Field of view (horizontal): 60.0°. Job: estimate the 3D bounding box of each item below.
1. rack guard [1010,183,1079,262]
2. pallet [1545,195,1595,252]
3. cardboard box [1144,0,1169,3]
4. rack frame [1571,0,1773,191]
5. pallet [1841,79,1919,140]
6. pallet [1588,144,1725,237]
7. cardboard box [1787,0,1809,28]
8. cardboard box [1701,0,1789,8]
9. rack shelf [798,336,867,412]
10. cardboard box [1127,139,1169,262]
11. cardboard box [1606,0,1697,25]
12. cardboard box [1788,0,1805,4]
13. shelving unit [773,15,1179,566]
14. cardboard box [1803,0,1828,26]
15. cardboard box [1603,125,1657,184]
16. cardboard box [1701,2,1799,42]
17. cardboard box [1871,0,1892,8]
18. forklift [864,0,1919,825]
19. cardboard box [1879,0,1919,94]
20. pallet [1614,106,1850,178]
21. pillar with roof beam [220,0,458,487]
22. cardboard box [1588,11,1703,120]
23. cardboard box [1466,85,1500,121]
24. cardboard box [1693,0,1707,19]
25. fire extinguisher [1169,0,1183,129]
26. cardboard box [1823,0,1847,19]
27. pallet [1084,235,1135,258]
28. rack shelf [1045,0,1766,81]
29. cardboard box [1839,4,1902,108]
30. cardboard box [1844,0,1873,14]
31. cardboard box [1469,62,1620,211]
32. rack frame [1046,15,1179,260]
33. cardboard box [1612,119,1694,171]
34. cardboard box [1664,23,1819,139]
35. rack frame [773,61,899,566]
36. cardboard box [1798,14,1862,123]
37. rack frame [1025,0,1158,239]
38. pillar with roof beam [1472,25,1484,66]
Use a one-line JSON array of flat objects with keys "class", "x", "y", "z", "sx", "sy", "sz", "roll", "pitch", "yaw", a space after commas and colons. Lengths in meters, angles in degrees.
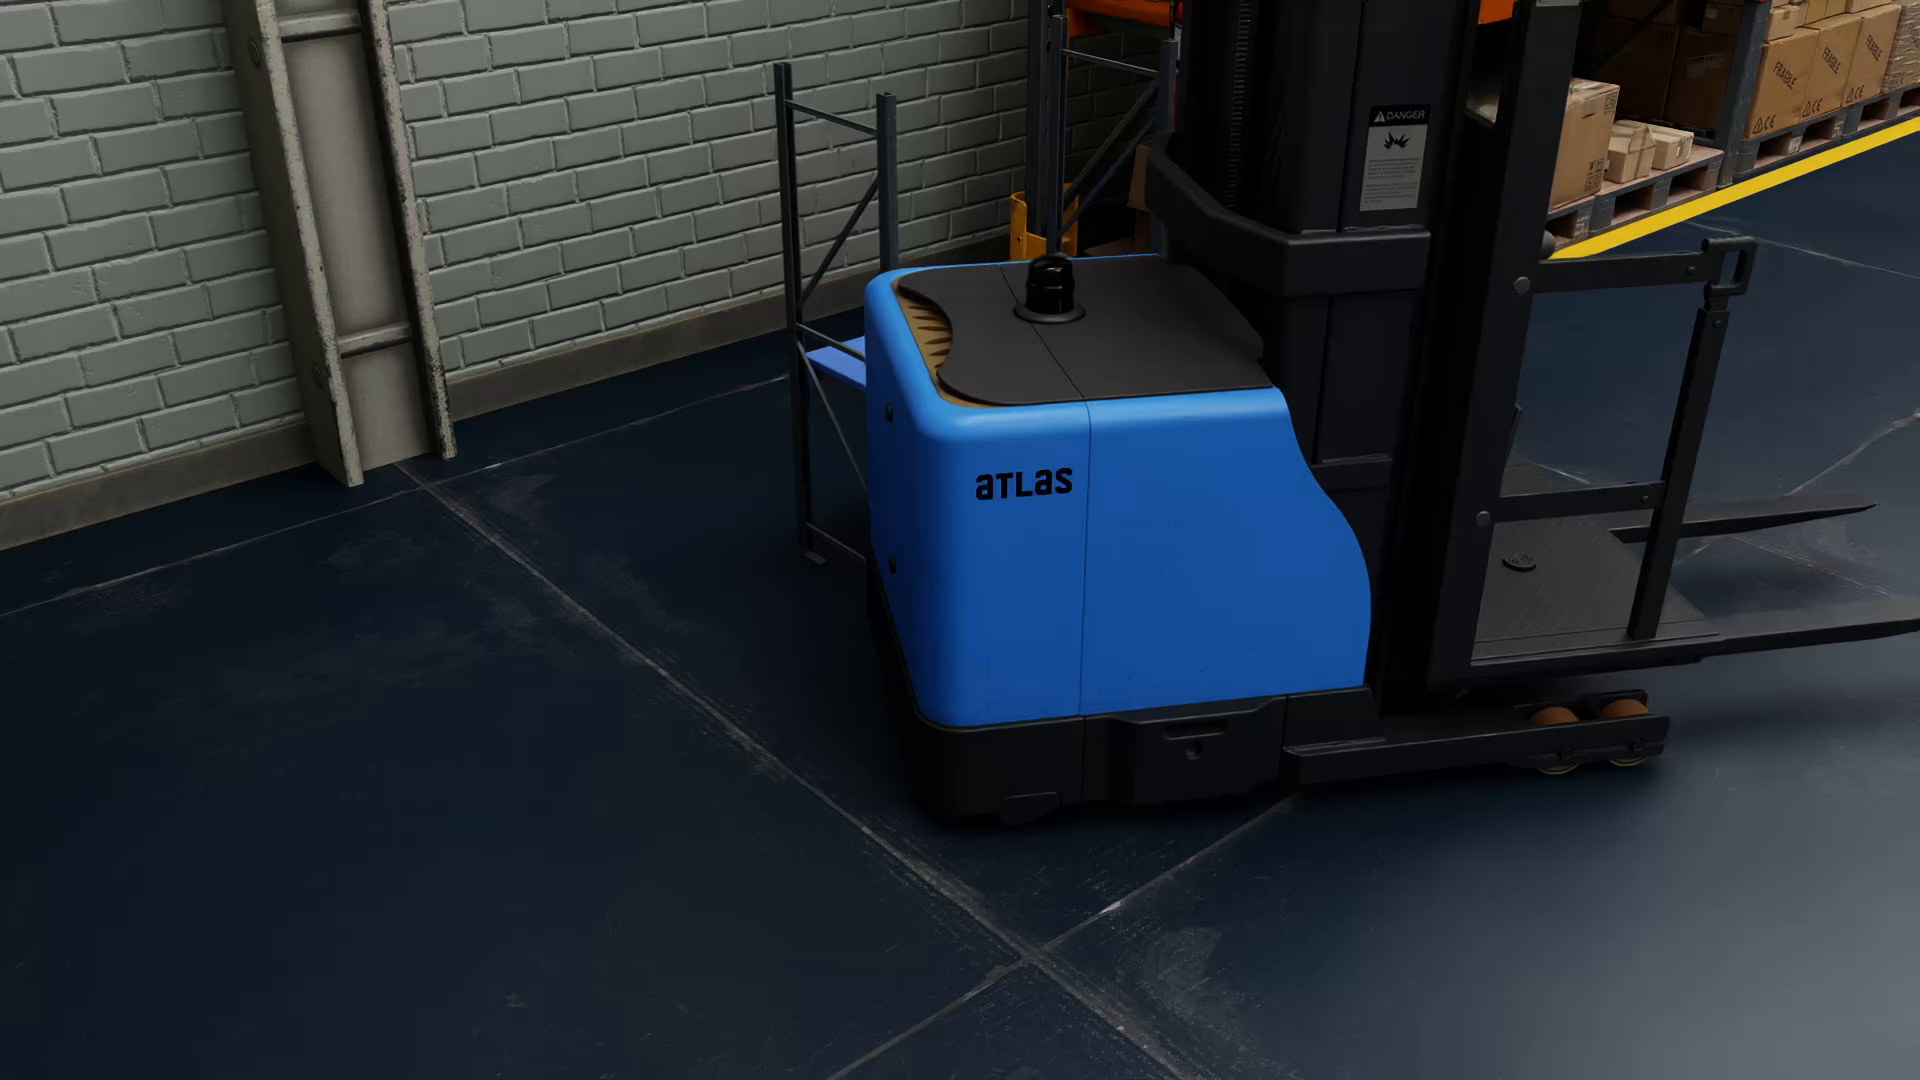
[{"class": "rack guard", "x": 0.692, "y": -1.037, "z": 6.659, "sx": 0.348, "sy": 0.500, "sz": 1.175, "roll": -22, "pitch": 35, "yaw": -35}, {"class": "pallet", "x": 2.225, "y": -1.525, "z": 7.879, "sx": 1.213, "sy": 0.211, "sz": 1.003, "roll": -22, "pitch": 35, "yaw": -35}, {"class": "cardboard box", "x": 0.712, "y": -2.203, "z": 6.456, "sx": 0.250, "sy": 0.149, "sz": 0.380, "roll": -22, "pitch": 35, "yaw": -35}, {"class": "rack frame", "x": 3.677, "y": -3.340, "z": 8.317, "sx": 0.127, "sy": 3.000, "sz": 1.000, "roll": -22, "pitch": 35, "yaw": -35}, {"class": "pallet", "x": 5.200, "y": -2.747, "z": 10.167, "sx": 1.213, "sy": 0.211, "sz": 1.003, "roll": -22, "pitch": 35, "yaw": -35}, {"class": "pallet", "x": 3.154, "y": -1.900, "z": 8.581, "sx": 1.213, "sy": 0.211, "sz": 1.003, "roll": -22, "pitch": 35, "yaw": -35}, {"class": "cardboard box", "x": 4.283, "y": -2.835, "z": 8.891, "sx": 0.250, "sy": 0.149, "sz": 0.380, "roll": -23, "pitch": 36, "yaw": -36}, {"class": "cardboard box", "x": 4.083, "y": -2.876, "z": 8.651, "sx": 0.250, "sy": 0.149, "sz": 0.380, "roll": -23, "pitch": 35, "yaw": -36}, {"class": "rack shelf", "x": 0.060, "y": -0.530, "z": 5.033, "sx": 1.000, "sy": 0.185, "sz": 0.538, "roll": -21, "pitch": 35, "yaw": -34}, {"class": "cardboard box", "x": 1.161, "y": -1.353, "z": 6.803, "sx": 0.637, "sy": 0.503, "sz": 0.797, "roll": -24, "pitch": 36, "yaw": -37}, {"class": "cardboard box", "x": 3.770, "y": -2.924, "z": 9.058, "sx": 0.250, "sy": 0.149, "sz": 0.380, "roll": -24, "pitch": 36, "yaw": -37}, {"class": "cardboard box", "x": 4.289, "y": -2.951, "z": 8.791, "sx": 0.250, "sy": 0.149, "sz": 0.380, "roll": -24, "pitch": 36, "yaw": -37}, {"class": "shelving unit", "x": 0.060, "y": -0.689, "z": 4.948, "sx": 1.048, "sy": 1.500, "sz": 0.538, "roll": -21, "pitch": 35, "yaw": -34}, {"class": "cardboard box", "x": 4.471, "y": -2.918, "z": 9.046, "sx": 0.250, "sy": 0.149, "sz": 0.380, "roll": -24, "pitch": 36, "yaw": -37}, {"class": "cardboard box", "x": 3.172, "y": -1.934, "z": 8.142, "sx": 0.258, "sy": 0.266, "sz": 0.396, "roll": -20, "pitch": 34, "yaw": -33}, {"class": "cardboard box", "x": 4.122, "y": -2.723, "z": 8.681, "sx": 0.250, "sy": 0.149, "sz": 0.380, "roll": -20, "pitch": 34, "yaw": -33}, {"class": "cardboard box", "x": 5.075, "y": -3.145, "z": 9.470, "sx": 0.250, "sy": 0.149, "sz": 0.380, "roll": -20, "pitch": 34, "yaw": -33}, {"class": "forklift", "x": 1.308, "y": -0.947, "z": 3.913, "sx": 3.031, "sy": 2.935, "sz": 1.130, "roll": -5, "pitch": 29, "yaw": -9}, {"class": "cardboard box", "x": 5.371, "y": -2.964, "z": 9.820, "sx": 0.500, "sy": 0.500, "sz": 0.500, "roll": -23, "pitch": 36, "yaw": -37}, {"class": "pallet", "x": 4.271, "y": -2.372, "z": 9.465, "sx": 1.213, "sy": 0.211, "sz": 1.003, "roll": -22, "pitch": 35, "yaw": -35}, {"class": "pillar with roof beam", "x": 0.792, "y": -2.717, "z": 0.786, "sx": 0.400, "sy": 9.000, "sz": 9.100, "roll": -22, "pitch": 35, "yaw": -35}, {"class": "cardboard box", "x": 3.858, "y": -2.679, "z": 9.286, "sx": 0.500, "sy": 0.500, "sz": 0.500, "roll": -22, "pitch": 35, "yaw": -35}, {"class": "cardboard box", "x": 2.303, "y": -1.725, "z": 7.502, "sx": 0.500, "sy": 0.500, "sz": 0.500, "roll": -21, "pitch": 35, "yaw": -34}, {"class": "cardboard box", "x": 3.966, "y": -3.007, "z": 9.212, "sx": 0.250, "sy": 0.149, "sz": 0.380, "roll": -22, "pitch": 35, "yaw": -35}, {"class": "fire extinguisher", "x": 0.822, "y": -1.707, "z": 5.739, "sx": 0.183, "sy": 0.674, "sz": 0.296, "roll": -22, "pitch": 35, "yaw": -35}, {"class": "cardboard box", "x": 4.671, "y": -3.007, "z": 9.212, "sx": 0.250, "sy": 0.149, "sz": 0.380, "roll": -23, "pitch": 35, "yaw": -36}, {"class": "pallet", "x": 1.298, "y": -1.153, "z": 7.185, "sx": 1.213, "sy": 0.211, "sz": 1.003, "roll": -22, "pitch": 35, "yaw": -35}, {"class": "rack shelf", "x": 2.155, "y": -2.410, "z": 7.341, "sx": 4.000, "sy": 0.370, "sz": 1.077, "roll": -22, "pitch": 35, "yaw": -35}, {"class": "cardboard box", "x": 4.972, "y": -2.807, "z": 9.527, "sx": 0.500, "sy": 0.500, "sz": 0.500, "roll": -23, "pitch": 36, "yaw": -36}, {"class": "cardboard box", "x": 4.885, "y": -3.070, "z": 9.330, "sx": 0.250, "sy": 0.149, "sz": 0.380, "roll": -22, "pitch": 35, "yaw": -35}, {"class": "cardboard box", "x": 2.626, "y": -1.917, "z": 7.861, "sx": 0.500, "sy": 0.500, "sz": 0.700, "roll": -23, "pitch": 36, "yaw": -37}, {"class": "rack frame", "x": 0.450, "y": -0.843, "z": 5.235, "sx": 0.032, "sy": 1.500, "sz": 0.500, "roll": -21, "pitch": 35, "yaw": -34}, {"class": "cardboard box", "x": 3.444, "y": -1.992, "z": 8.374, "sx": 0.250, "sy": 0.149, "sz": 0.380, "roll": -23, "pitch": 36, "yaw": -36}, {"class": "cardboard box", "x": 4.191, "y": -2.490, "z": 8.933, "sx": 0.500, "sy": 0.500, "sz": 0.500, "roll": -20, "pitch": 34, "yaw": -33}, {"class": "rack frame", "x": -0.331, "y": -0.536, "z": 4.661, "sx": 0.032, "sy": 1.500, "sz": 0.500, "roll": -21, "pitch": 35, "yaw": -34}, {"class": "cardboard box", "x": 4.590, "y": -2.656, "z": 9.244, "sx": 0.500, "sy": 0.500, "sz": 0.500, "roll": -22, "pitch": 35, "yaw": -36}, {"class": "rack frame", "x": 0.634, "y": -2.116, "z": 6.027, "sx": 0.127, "sy": 3.000, "sz": 1.000, "roll": -22, "pitch": 35, "yaw": -35}, {"class": "pillar with roof beam", "x": 5.356, "y": -4.552, "z": 4.220, "sx": 0.400, "sy": 9.000, "sz": 9.100, "roll": -22, "pitch": 35, "yaw": -35}]
